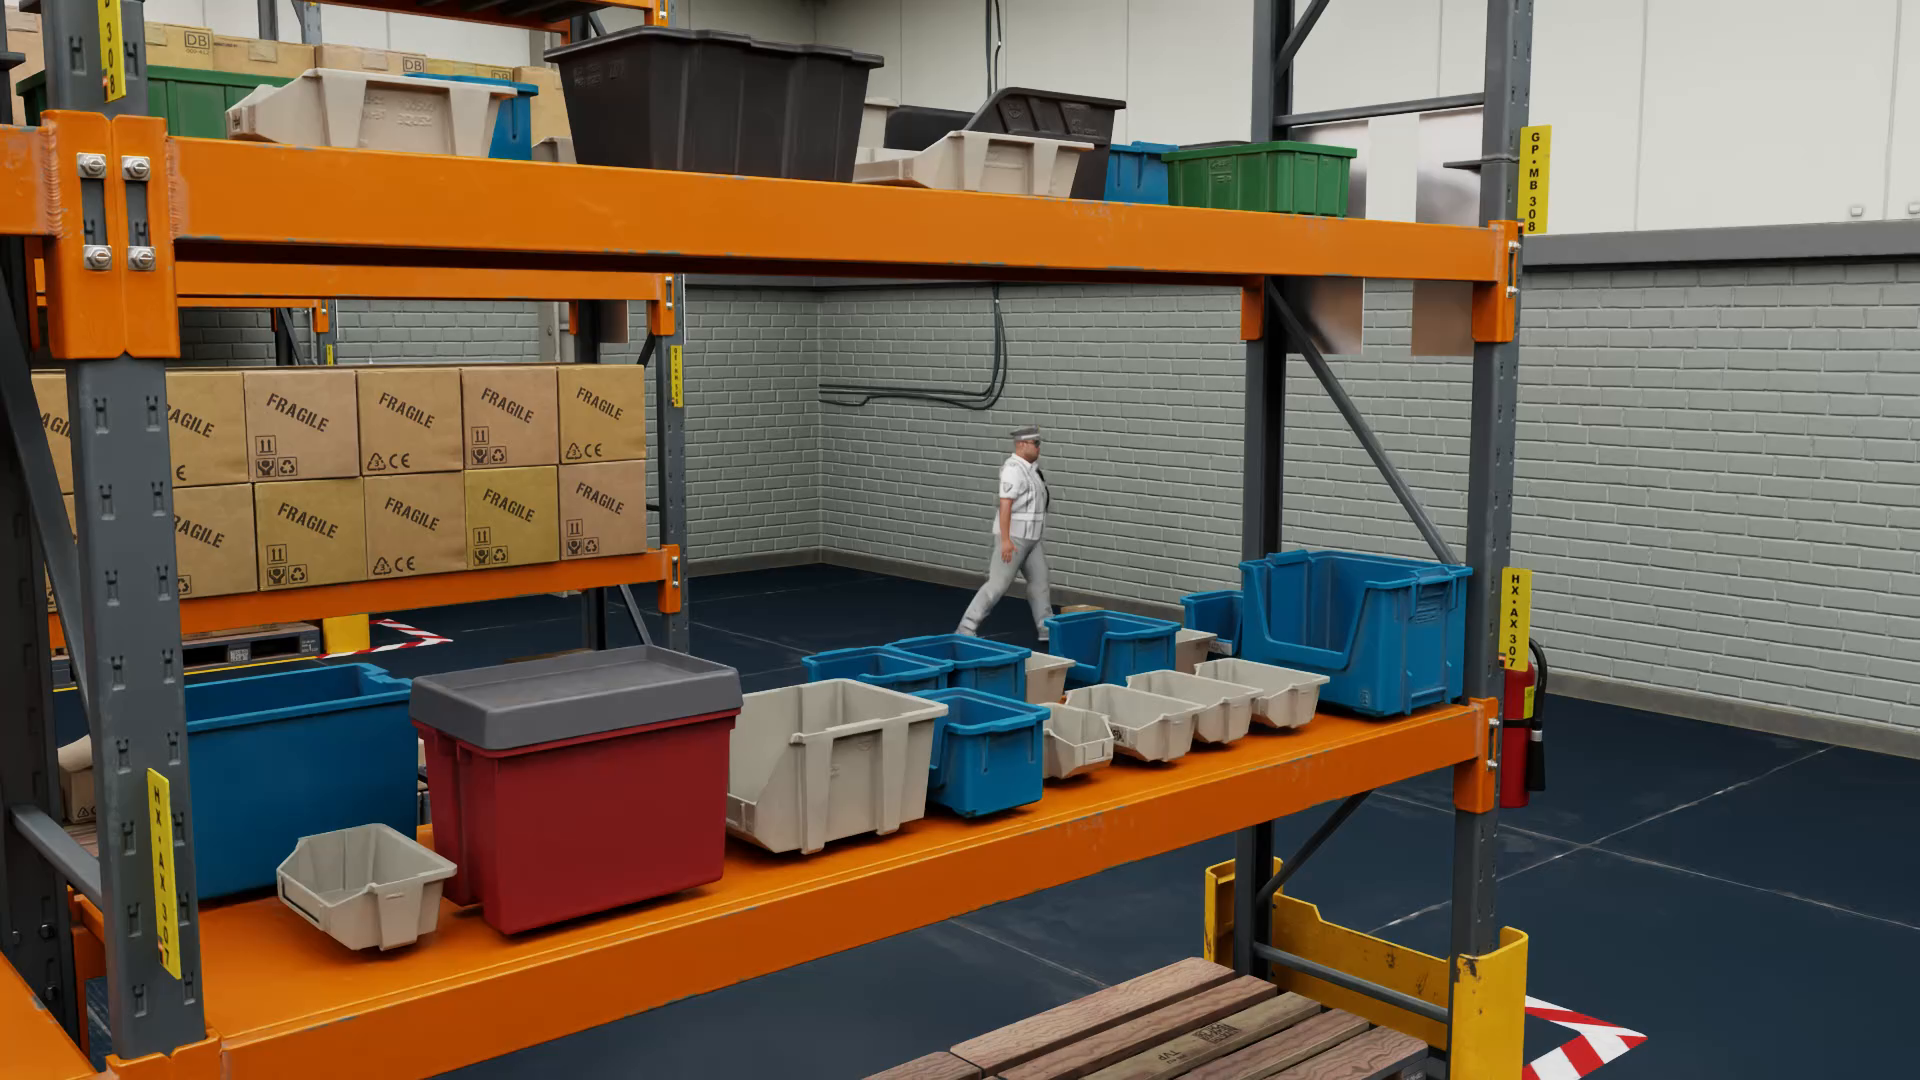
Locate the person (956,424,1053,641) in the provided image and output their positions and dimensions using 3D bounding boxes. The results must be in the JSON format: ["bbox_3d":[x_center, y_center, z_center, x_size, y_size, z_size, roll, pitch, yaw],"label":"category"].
[{"bbox_3d":[0.451,-0.043,13.042,0.902,1.729,0.718,2,8,16],"label":"person"}]
